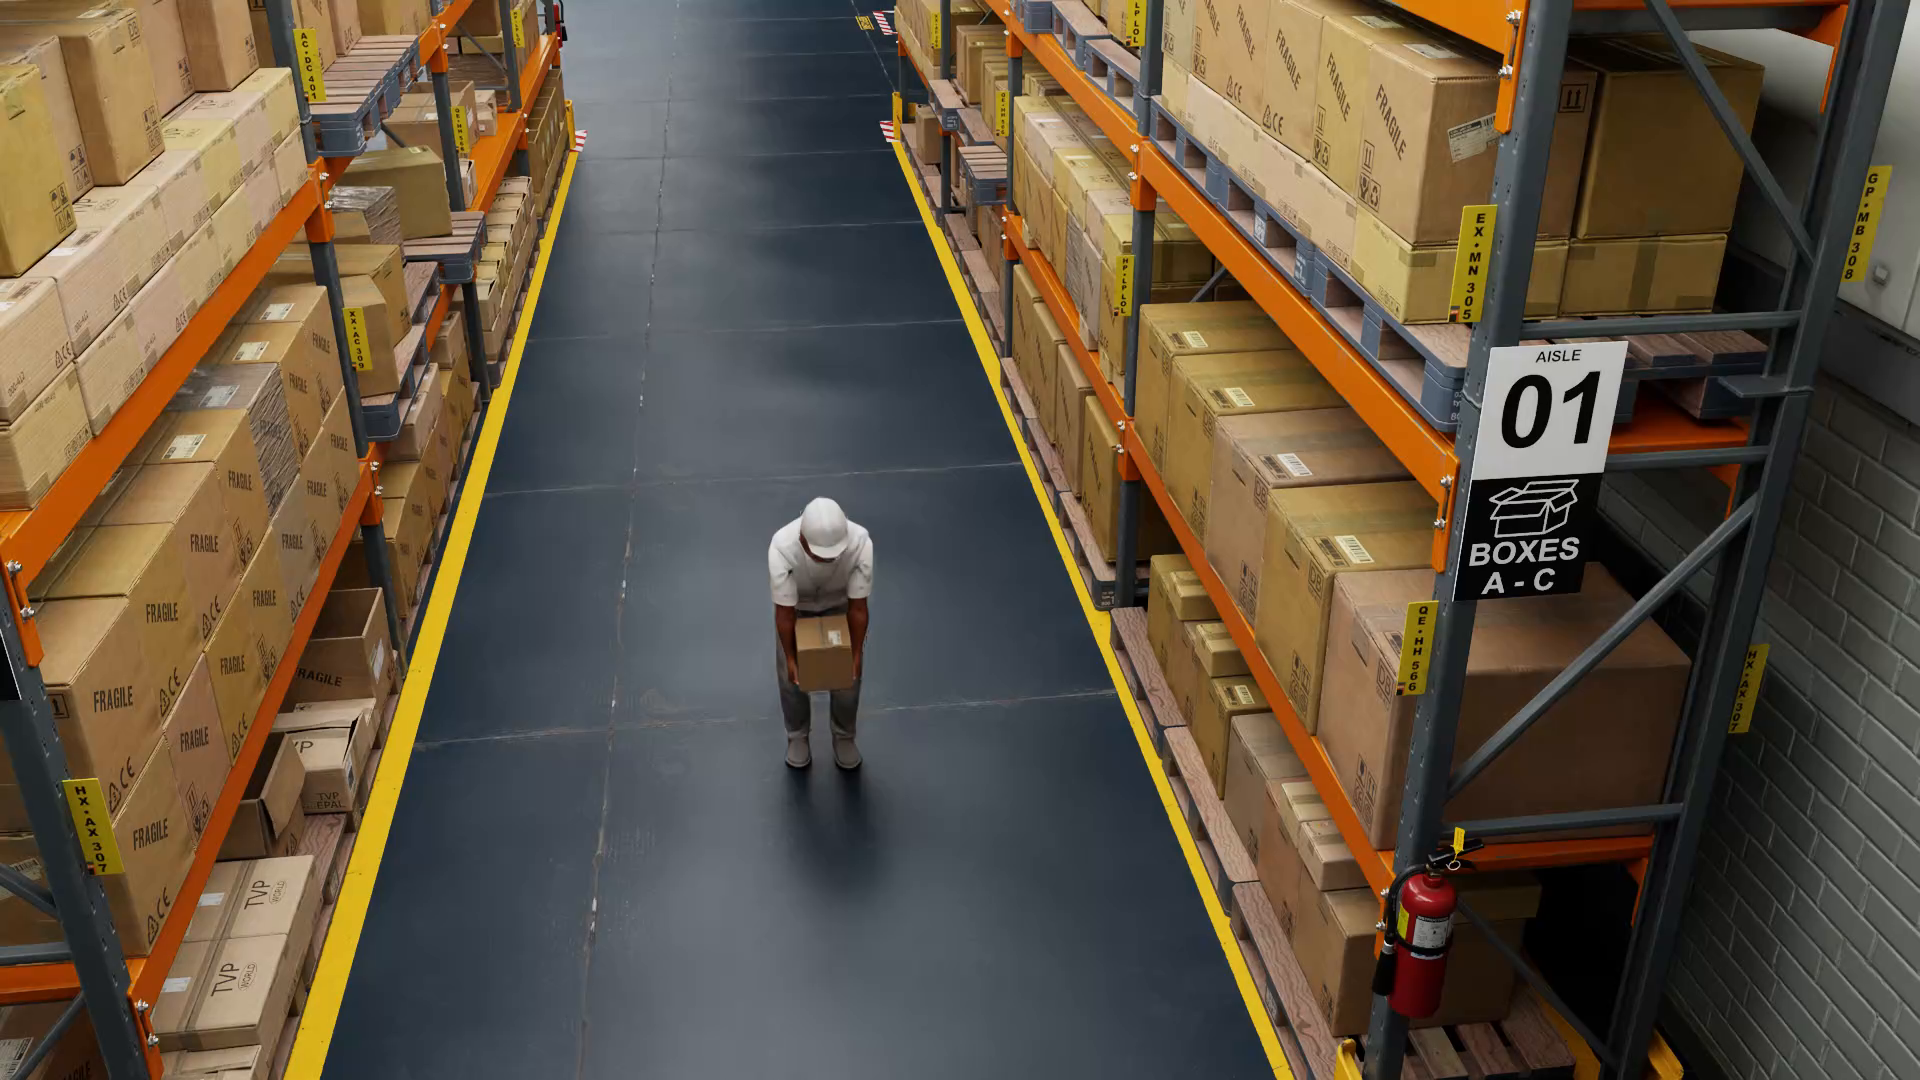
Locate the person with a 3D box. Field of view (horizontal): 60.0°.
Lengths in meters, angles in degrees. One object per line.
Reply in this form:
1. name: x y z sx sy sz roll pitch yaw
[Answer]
1. person: -0.651 0.426 7.950 0.489 1.587 0.763 -4 27 -8
